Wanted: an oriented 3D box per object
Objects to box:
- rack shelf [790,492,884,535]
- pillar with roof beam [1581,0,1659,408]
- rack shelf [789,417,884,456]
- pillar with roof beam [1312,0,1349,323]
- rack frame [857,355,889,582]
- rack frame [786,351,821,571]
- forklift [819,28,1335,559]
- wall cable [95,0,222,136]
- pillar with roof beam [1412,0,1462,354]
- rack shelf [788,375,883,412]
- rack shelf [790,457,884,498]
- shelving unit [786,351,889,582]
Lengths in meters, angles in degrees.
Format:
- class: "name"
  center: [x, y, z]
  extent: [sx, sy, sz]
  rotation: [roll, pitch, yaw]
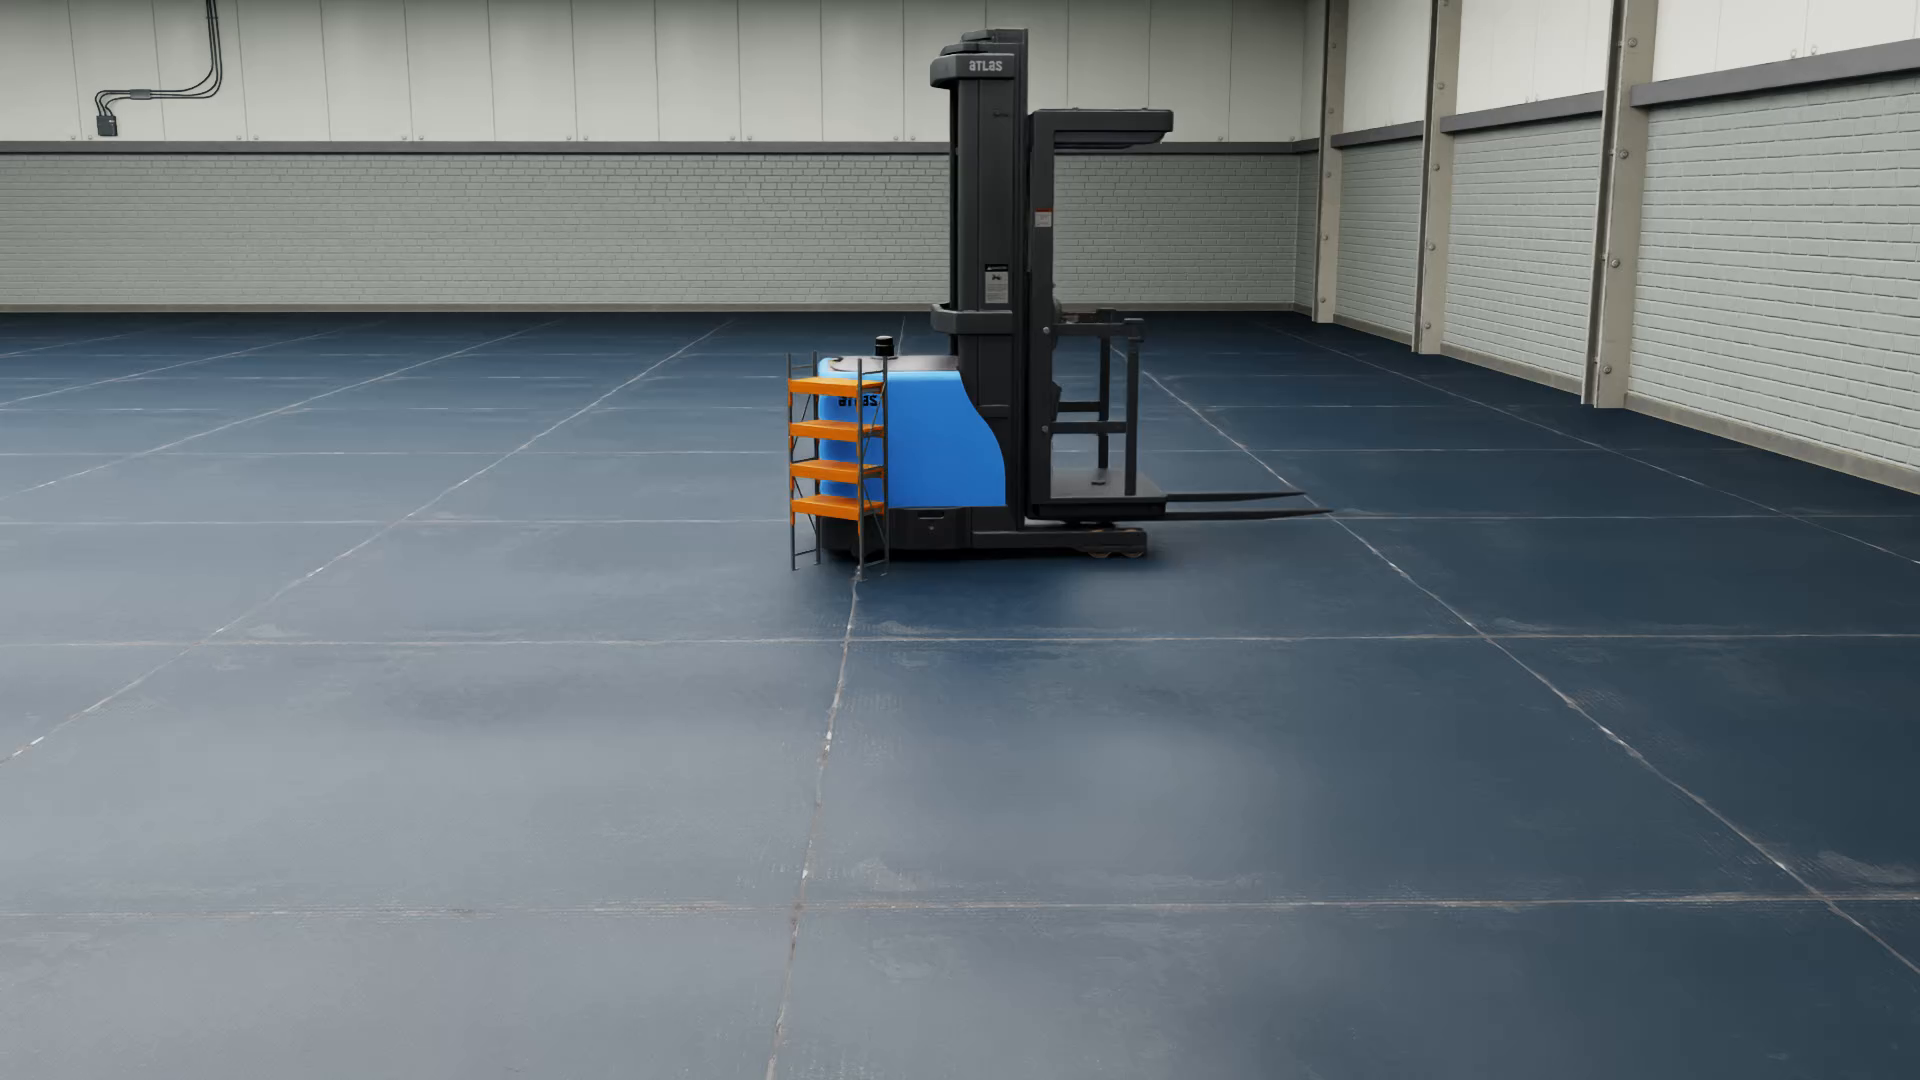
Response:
- class: "rack shelf"
  center: [-0.663, -0.149, 9.112]
  extent: [0.480, 0.148, 0.258]
  rotation: [8, 14, 34]
- class: "pillar with roof beam"
  center: [2.165, -5.743, 15.733]
  extent: [9.100, 9.000, 0.400]
  rotation: [0, 11, -1]
- class: "rack shelf"
  center: [-0.663, -0.563, 9.028]
  extent: [0.480, 0.148, 0.258]
  rotation: [8, 14, 34]
- class: "pillar with roof beam"
  center: [1.917, -8.128, 27.491]
  extent: [9.100, 9.000, 0.400]
  rotation: [0, 11, -1]
- class: "rack frame"
  center: [-0.463, -0.381, 8.922]
  extent: [0.015, 1.200, 0.240]
  rotation: [8, 14, 34]
- class: "rack frame"
  center: [-0.864, -0.437, 9.196]
  extent: [0.015, 1.200, 0.240]
  rotation: [8, 14, 34]
- class: "forklift"
  center: [0.673, -1.434, 9.756]
  extent: [3.031, 2.935, 1.130]
  rotation: [-1, 11, -4]
- class: "wall cable"
  center: [-14.519, -10.310, 29.692]
  extent: [2.305, 6.003, 0.169]
  rotation: [0, 11, -1]
- class: "pillar with roof beam"
  center: [2.041, -6.935, 21.612]
  extent: [9.100, 9.000, 0.400]
  rotation: [0, 11, -1]
- class: "rack shelf"
  center: [-0.663, -0.794, 8.981]
  extent: [0.480, 0.148, 0.258]
  rotation: [8, 14, 34]
- class: "rack shelf"
  center: [-0.663, -0.343, 9.072]
  extent: [0.480, 0.148, 0.258]
  rotation: [8, 14, 34]
- class: "shelving unit"
  center: [-0.663, -0.409, 9.059]
  extent: [0.503, 1.200, 0.258]
  rotation: [8, 14, 34]
